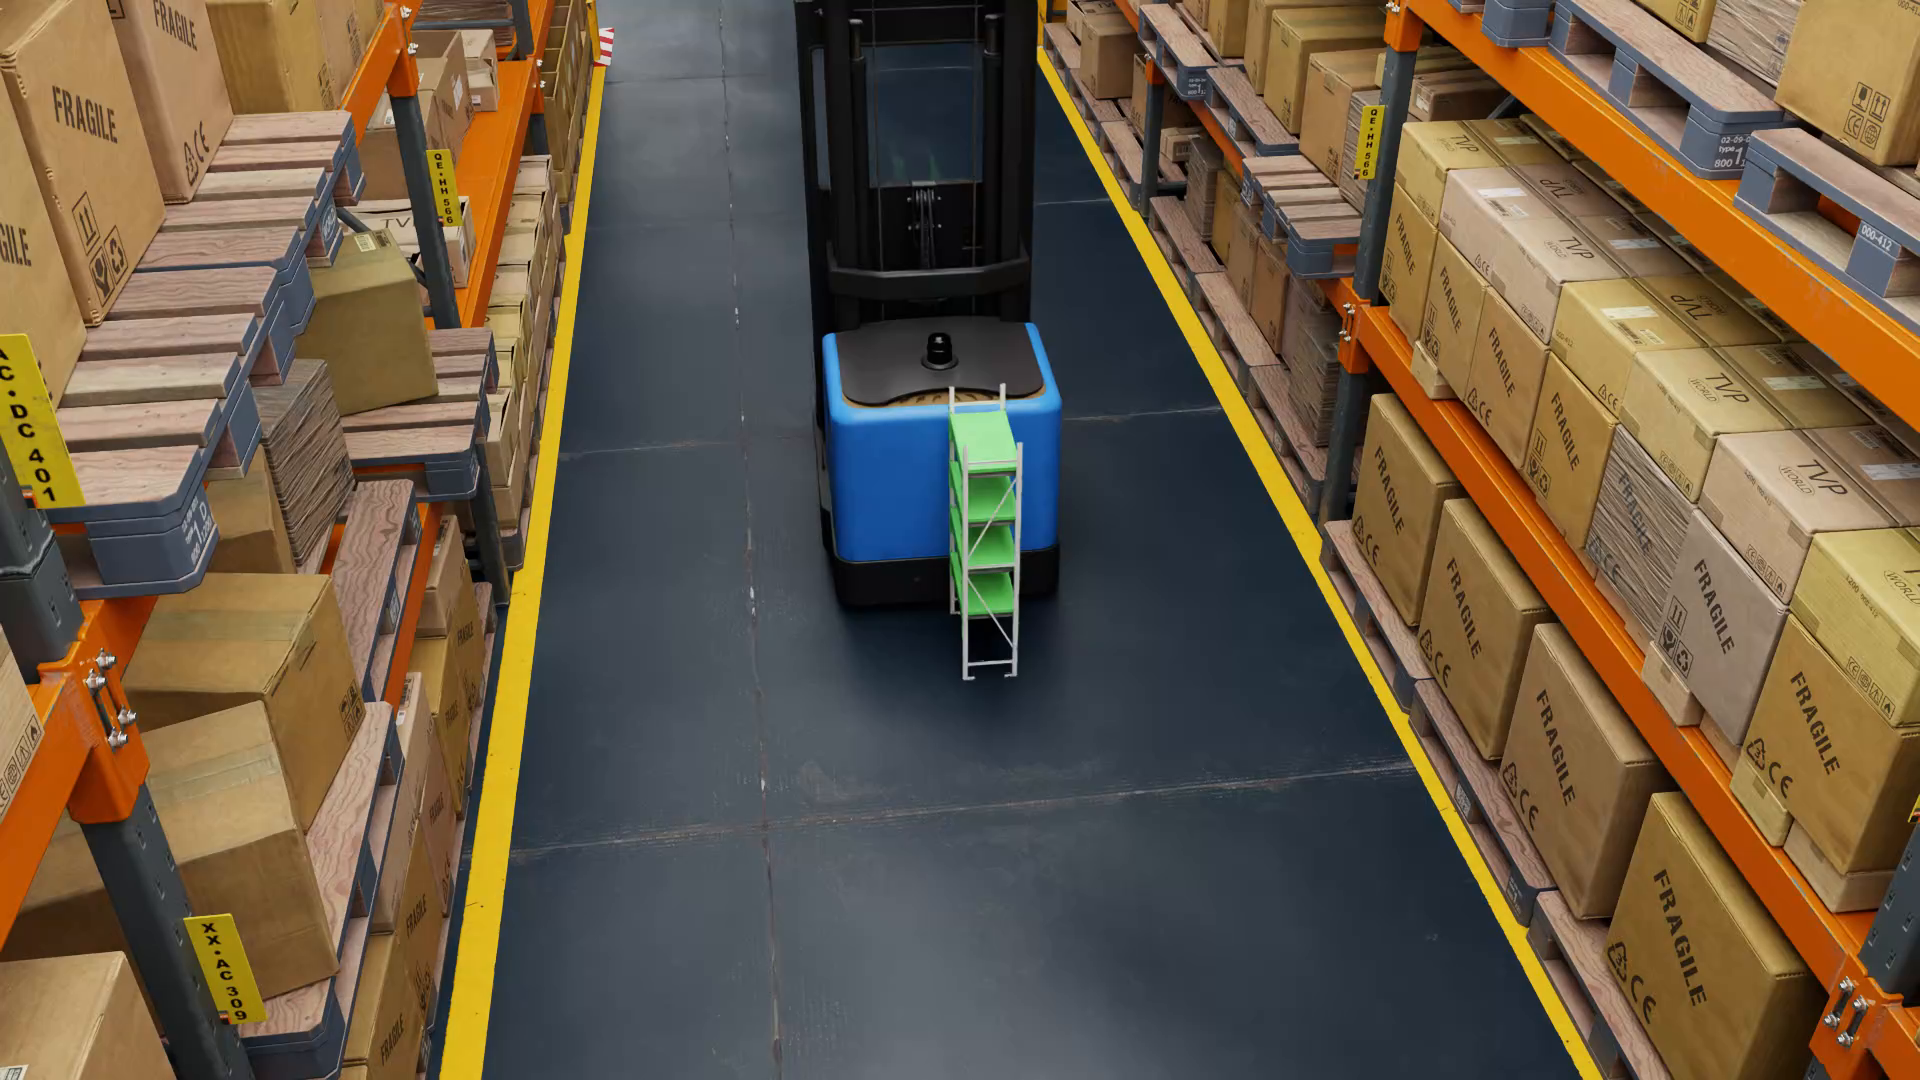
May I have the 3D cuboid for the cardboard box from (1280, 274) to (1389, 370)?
[{"bbox_3d":[2.189,-1.145,9.095,0.700,0.500,0.500,-4,35,-6],"label":"cardboard box"}]

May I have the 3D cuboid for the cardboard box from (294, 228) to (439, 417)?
[{"bbox_3d":[-2.420,-0.796,6.293,0.700,0.500,0.500,-16,37,-22],"label":"cardboard box"}]

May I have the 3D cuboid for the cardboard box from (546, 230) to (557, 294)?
[{"bbox_3d":[-2.745,-1.702,10.153,0.500,0.250,0.500,-5,35,-7],"label":"cardboard box"}]

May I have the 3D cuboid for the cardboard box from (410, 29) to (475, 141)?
[{"bbox_3d":[-2.997,-2.474,9.128,0.500,0.500,0.500,-2,34,-3],"label":"cardboard box"}]

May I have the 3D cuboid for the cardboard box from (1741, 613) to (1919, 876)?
[{"bbox_3d":[2.517,0.519,4.453,0.500,0.500,0.500,-5,35,-7],"label":"cardboard box"}]

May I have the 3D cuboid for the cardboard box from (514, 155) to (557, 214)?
[{"bbox_3d":[-2.816,-2.221,10.417,0.500,0.311,0.500,-4,35,-6],"label":"cardboard box"}]

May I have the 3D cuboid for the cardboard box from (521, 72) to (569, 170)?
[{"bbox_3d":[-2.907,-2.786,11.078,0.500,0.500,0.500,-4,35,-6],"label":"cardboard box"}]

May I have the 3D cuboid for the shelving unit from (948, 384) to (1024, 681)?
[{"bbox_3d":[0.103,-0.023,7.219,0.258,1.200,0.503,-4,34,-6],"label":"shelving unit"}]

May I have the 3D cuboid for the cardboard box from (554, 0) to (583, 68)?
[{"bbox_3d":[-3.177,-3.902,12.715,0.500,0.500,0.500,-4,35,-6],"label":"cardboard box"}]

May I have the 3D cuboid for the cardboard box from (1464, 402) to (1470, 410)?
[{"bbox_3d":[2.239,-0.578,6.640,0.380,0.149,0.250,-5,35,-7],"label":"cardboard box"}]

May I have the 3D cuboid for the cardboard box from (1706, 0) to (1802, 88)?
[{"bbox_3d":[2.677,-1.622,4.823,0.700,0.500,0.500,-4,35,-6],"label":"cardboard box"}]

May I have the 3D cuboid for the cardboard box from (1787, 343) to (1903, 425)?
[{"bbox_3d":[2.876,-0.399,5.136,0.500,0.250,0.500,-5,35,-8],"label":"cardboard box"}]

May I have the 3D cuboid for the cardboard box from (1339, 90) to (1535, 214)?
[{"bbox_3d":[2.218,-1.786,7.728,0.700,0.500,0.500,-8,35,-12],"label":"cardboard box"}]

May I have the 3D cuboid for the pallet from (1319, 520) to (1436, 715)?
[{"bbox_3d":[2.323,0.296,7.628,1.003,0.211,1.213,-4,35,-6],"label":"pallet"}]

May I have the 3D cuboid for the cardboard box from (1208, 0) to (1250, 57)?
[{"bbox_3d":[1.856,-3.158,9.741,0.700,0.500,0.500,-1,34,-1],"label":"cardboard box"}]

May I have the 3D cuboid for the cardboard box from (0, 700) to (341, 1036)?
[{"bbox_3d":[-1.921,0.812,3.934,0.700,0.500,0.500,-16,37,-22],"label":"cardboard box"}]

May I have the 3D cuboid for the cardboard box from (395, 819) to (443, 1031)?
[{"bbox_3d":[-2.045,1.294,5.516,0.500,0.500,0.500,-4,34,-6],"label":"cardboard box"}]

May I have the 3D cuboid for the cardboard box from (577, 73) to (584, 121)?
[{"bbox_3d":[-3.114,-3.313,12.516,0.500,0.250,0.500,-4,35,-6],"label":"cardboard box"}]

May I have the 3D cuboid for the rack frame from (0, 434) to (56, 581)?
[{"bbox_3d":[-2.079,-1.171,1.978,1.000,3.000,0.127,-4,35,-6],"label":"rack frame"}]

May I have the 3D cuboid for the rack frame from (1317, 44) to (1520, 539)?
[{"bbox_3d":[2.291,-1.302,7.496,1.000,3.000,0.127,-4,35,-6],"label":"rack frame"}]

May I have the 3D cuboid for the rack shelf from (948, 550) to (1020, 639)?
[{"bbox_3d":[0.103,0.228,7.390,0.258,0.148,0.480,-4,34,-6],"label":"rack shelf"}]

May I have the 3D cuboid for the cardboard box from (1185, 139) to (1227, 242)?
[{"bbox_3d":[1.869,-2.273,10.751,0.700,0.500,0.500,-3,34,-5],"label":"cardboard box"}]

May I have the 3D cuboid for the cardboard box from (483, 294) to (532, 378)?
[{"bbox_3d":[-2.542,-1.085,8.750,0.500,0.311,0.500,-5,35,-8],"label":"cardboard box"}]

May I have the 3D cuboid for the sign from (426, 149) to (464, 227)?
[{"bbox_3d":[-2.080,-1.417,6.707,0.100,0.325,0.005,-4,35,-6],"label":"sign"}]

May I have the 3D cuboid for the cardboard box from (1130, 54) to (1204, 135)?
[{"bbox_3d":[1.574,-3.259,12.197,0.500,0.500,0.500,-7,35,-10],"label":"cardboard box"}]

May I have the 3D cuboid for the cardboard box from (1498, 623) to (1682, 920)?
[{"bbox_3d":[2.491,0.797,5.953,0.750,0.750,0.750,-3,34,-5],"label":"cardboard box"}]

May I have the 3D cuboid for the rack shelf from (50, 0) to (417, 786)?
[{"bbox_3d":[-2.348,-0.751,4.663,1.077,0.370,4.000,-4,35,-6],"label":"rack shelf"}]

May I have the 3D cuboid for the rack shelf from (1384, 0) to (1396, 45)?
[{"bbox_3d":[2.022,-3.360,8.492,1.077,0.370,4.000,-4,35,-6],"label":"rack shelf"}]

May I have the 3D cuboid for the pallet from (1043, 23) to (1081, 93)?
[{"bbox_3d":[1.300,-4.115,14.101,1.003,0.211,1.213,-4,35,-6],"label":"pallet"}]

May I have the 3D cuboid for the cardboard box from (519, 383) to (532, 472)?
[{"bbox_3d":[-2.465,-0.557,8.472,0.500,0.250,0.500,-5,35,-8],"label":"cardboard box"}]

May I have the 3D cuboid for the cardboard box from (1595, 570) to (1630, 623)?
[{"bbox_3d":[2.376,0.147,5.577,0.380,0.149,0.250,-5,35,-8],"label":"cardboard box"}]

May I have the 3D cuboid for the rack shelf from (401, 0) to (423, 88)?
[{"bbox_3d":[-2.886,-2.983,7.938,1.077,0.370,4.000,-4,35,-6],"label":"rack shelf"}]

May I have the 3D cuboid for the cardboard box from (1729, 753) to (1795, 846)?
[{"bbox_3d":[2.446,0.720,4.736,0.380,0.149,0.250,-4,34,-5],"label":"cardboard box"}]

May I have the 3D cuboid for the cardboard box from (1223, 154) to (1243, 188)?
[{"bbox_3d":[1.932,-2.338,10.180,0.500,0.250,0.500,-5,35,-7],"label":"cardboard box"}]

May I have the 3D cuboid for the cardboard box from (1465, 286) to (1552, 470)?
[{"bbox_3d":[2.230,-0.614,6.116,0.500,0.500,0.500,-5,35,-7],"label":"cardboard box"}]

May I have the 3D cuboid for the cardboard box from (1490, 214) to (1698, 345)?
[{"bbox_3d":[2.241,-0.933,5.918,0.500,0.250,0.500,-4,34,-6],"label":"cardboard box"}]

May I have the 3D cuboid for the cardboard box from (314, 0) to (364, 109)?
[{"bbox_3d":[-2.456,-1.680,5.299,0.910,0.500,0.500,-4,35,-6],"label":"cardboard box"}]

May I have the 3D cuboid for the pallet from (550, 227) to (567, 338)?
[{"bbox_3d":[-3.017,-1.596,10.405,1.003,0.211,1.213,-4,35,-6],"label":"pallet"}]

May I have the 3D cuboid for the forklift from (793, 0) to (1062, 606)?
[{"bbox_3d":[-0.223,-1.723,8.175,1.130,2.935,3.031,-4,34,-6],"label":"forklift"}]

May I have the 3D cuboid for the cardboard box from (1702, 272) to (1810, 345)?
[{"bbox_3d":[2.810,-0.691,5.563,0.500,0.250,0.500,-5,35,-7],"label":"cardboard box"}]

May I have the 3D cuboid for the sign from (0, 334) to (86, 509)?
[{"bbox_3d":[-1.542,-0.191,2.744,0.100,0.325,0.005,-4,35,-6],"label":"sign"}]

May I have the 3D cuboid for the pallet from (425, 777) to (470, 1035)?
[{"bbox_3d":[-2.393,1.327,6.116,1.003,0.211,1.213,-4,35,-6],"label":"pallet"}]

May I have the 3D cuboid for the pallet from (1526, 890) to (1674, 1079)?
[{"bbox_3d":[2.651,1.658,5.630,1.003,0.211,1.213,-4,35,-6],"label":"pallet"}]

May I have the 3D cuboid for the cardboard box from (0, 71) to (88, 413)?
[{"bbox_3d":[-2.074,-0.475,3.069,0.600,0.600,0.600,-8,35,-11],"label":"cardboard box"}]

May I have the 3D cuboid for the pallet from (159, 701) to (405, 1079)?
[{"bbox_3d":[-2.078,0.933,4.388,1.003,0.211,1.213,-4,35,-6],"label":"pallet"}]

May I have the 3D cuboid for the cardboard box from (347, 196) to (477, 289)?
[{"bbox_3d":[-2.545,-1.401,7.722,0.500,0.311,0.500,-5,35,-7],"label":"cardboard box"}]

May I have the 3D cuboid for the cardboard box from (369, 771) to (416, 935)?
[{"bbox_3d":[-2.037,1.003,5.278,0.500,0.250,0.500,-4,35,-6],"label":"cardboard box"}]

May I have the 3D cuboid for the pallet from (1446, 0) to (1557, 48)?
[{"bbox_3d":[2.431,-2.108,6.184,1.213,0.211,1.003,-3,34,-4],"label":"pallet"}]
